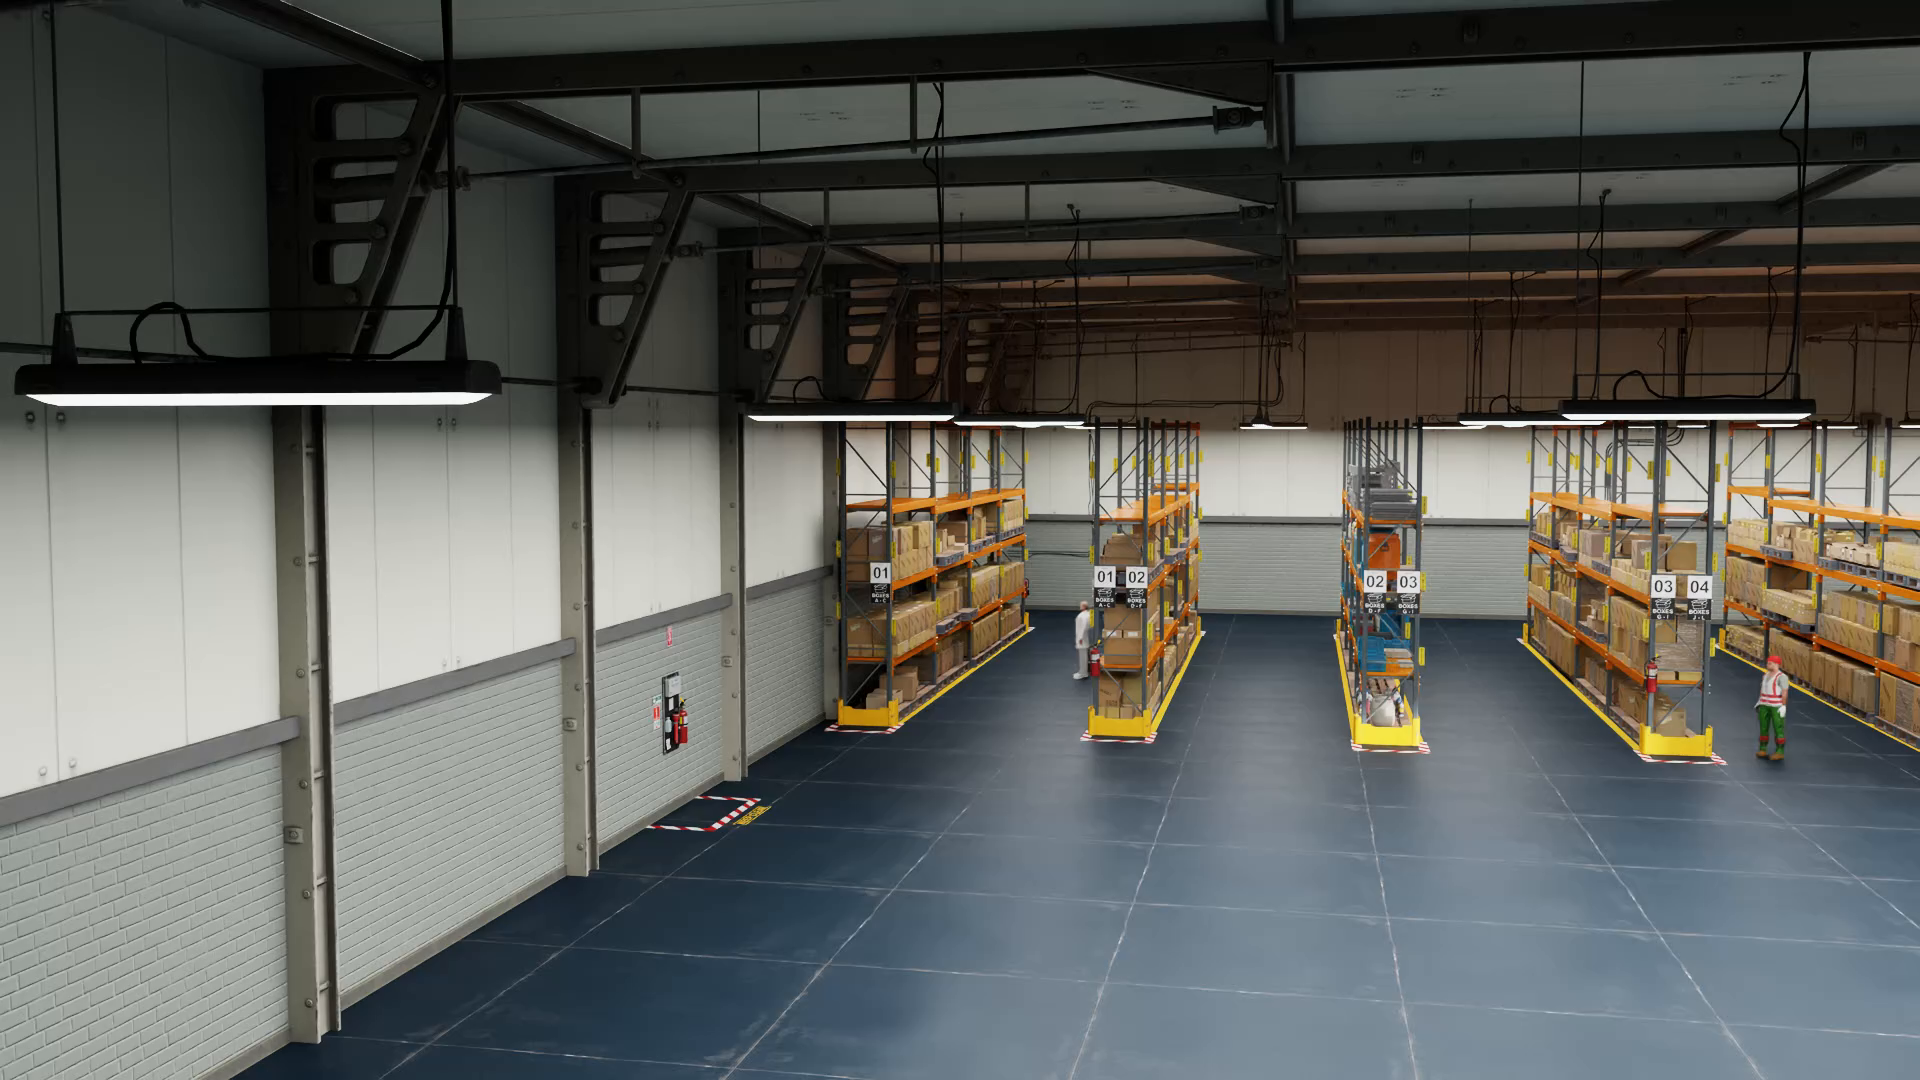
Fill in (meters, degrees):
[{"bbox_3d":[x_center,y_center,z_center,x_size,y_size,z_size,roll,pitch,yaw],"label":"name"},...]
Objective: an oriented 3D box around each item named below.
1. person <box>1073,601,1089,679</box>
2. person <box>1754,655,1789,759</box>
[{"bbox_3d":[2.820,2.316,38.850,0.452,1.783,0.596,0,4,-5],"label":"person"},{"bbox_3d":[14.242,2.919,29.209,0.402,1.795,0.592,-2,4,-34],"label":"person"}]
